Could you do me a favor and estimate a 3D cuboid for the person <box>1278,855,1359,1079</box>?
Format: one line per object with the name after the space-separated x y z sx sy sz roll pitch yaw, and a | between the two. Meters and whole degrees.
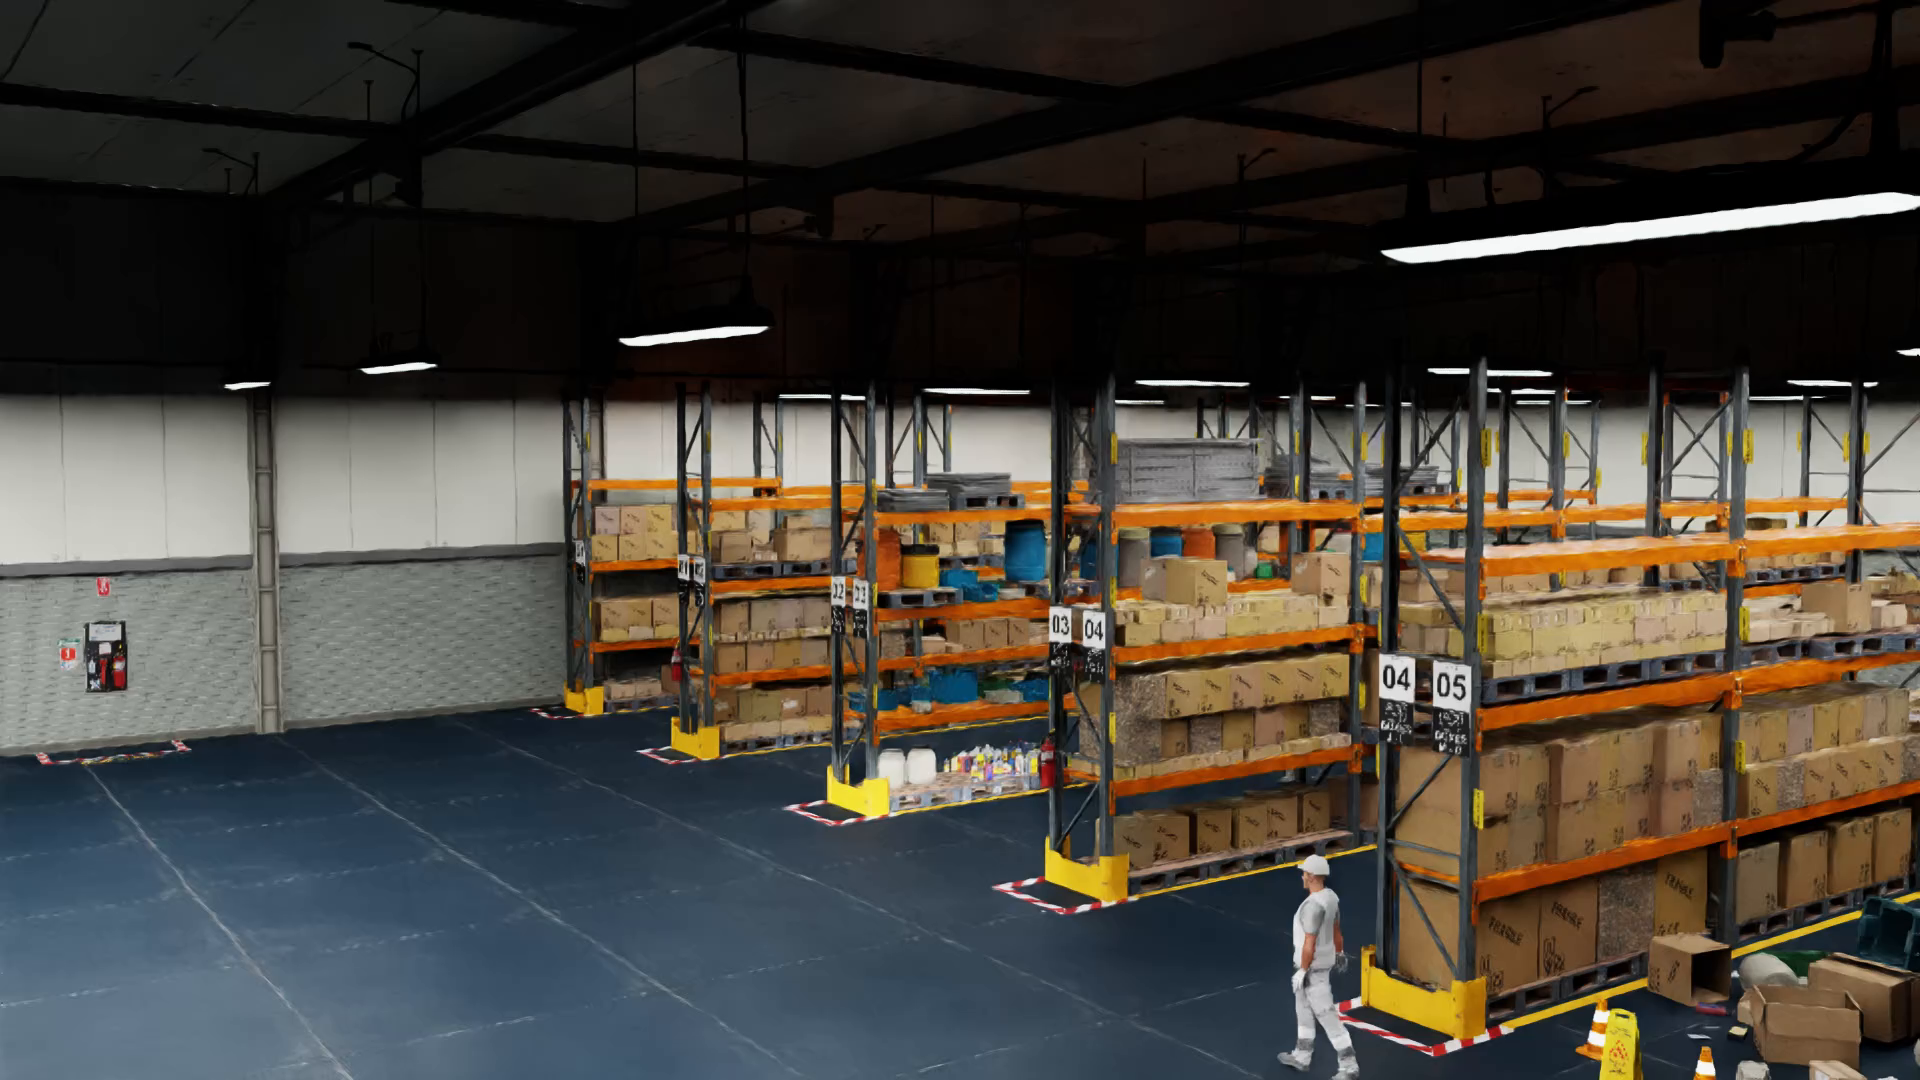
2.899 3.424 13.405 0.720 1.781 0.720 2 4 26 | person

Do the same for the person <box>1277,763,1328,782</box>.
5.098 2.730 24.661 0.881 1.690 0.719 -3 5 -40 | person
